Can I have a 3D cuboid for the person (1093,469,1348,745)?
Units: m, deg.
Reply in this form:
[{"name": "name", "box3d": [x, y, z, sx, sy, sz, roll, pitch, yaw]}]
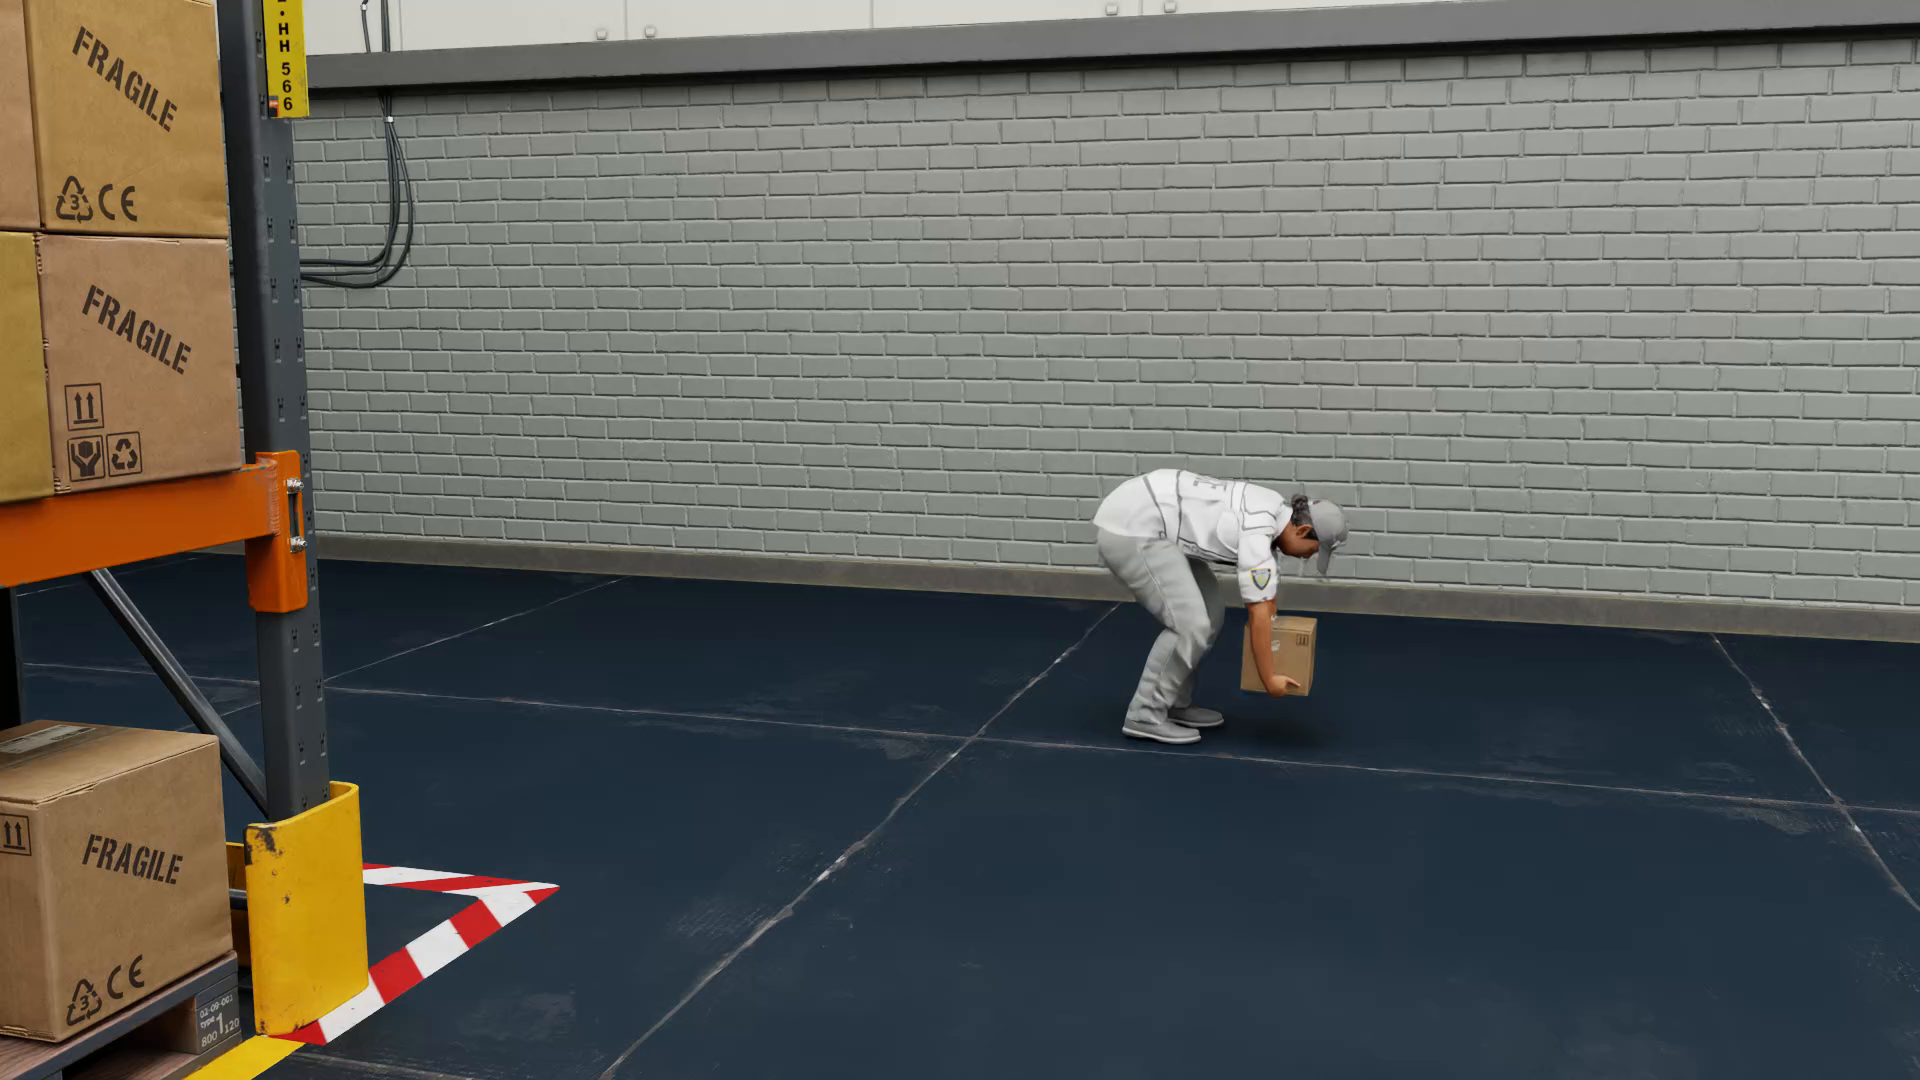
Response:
[{"name": "person", "box3d": [0.984, 0.247, 6.358, 0.951, 1.026, 0.480, 2, 9, 14]}]
